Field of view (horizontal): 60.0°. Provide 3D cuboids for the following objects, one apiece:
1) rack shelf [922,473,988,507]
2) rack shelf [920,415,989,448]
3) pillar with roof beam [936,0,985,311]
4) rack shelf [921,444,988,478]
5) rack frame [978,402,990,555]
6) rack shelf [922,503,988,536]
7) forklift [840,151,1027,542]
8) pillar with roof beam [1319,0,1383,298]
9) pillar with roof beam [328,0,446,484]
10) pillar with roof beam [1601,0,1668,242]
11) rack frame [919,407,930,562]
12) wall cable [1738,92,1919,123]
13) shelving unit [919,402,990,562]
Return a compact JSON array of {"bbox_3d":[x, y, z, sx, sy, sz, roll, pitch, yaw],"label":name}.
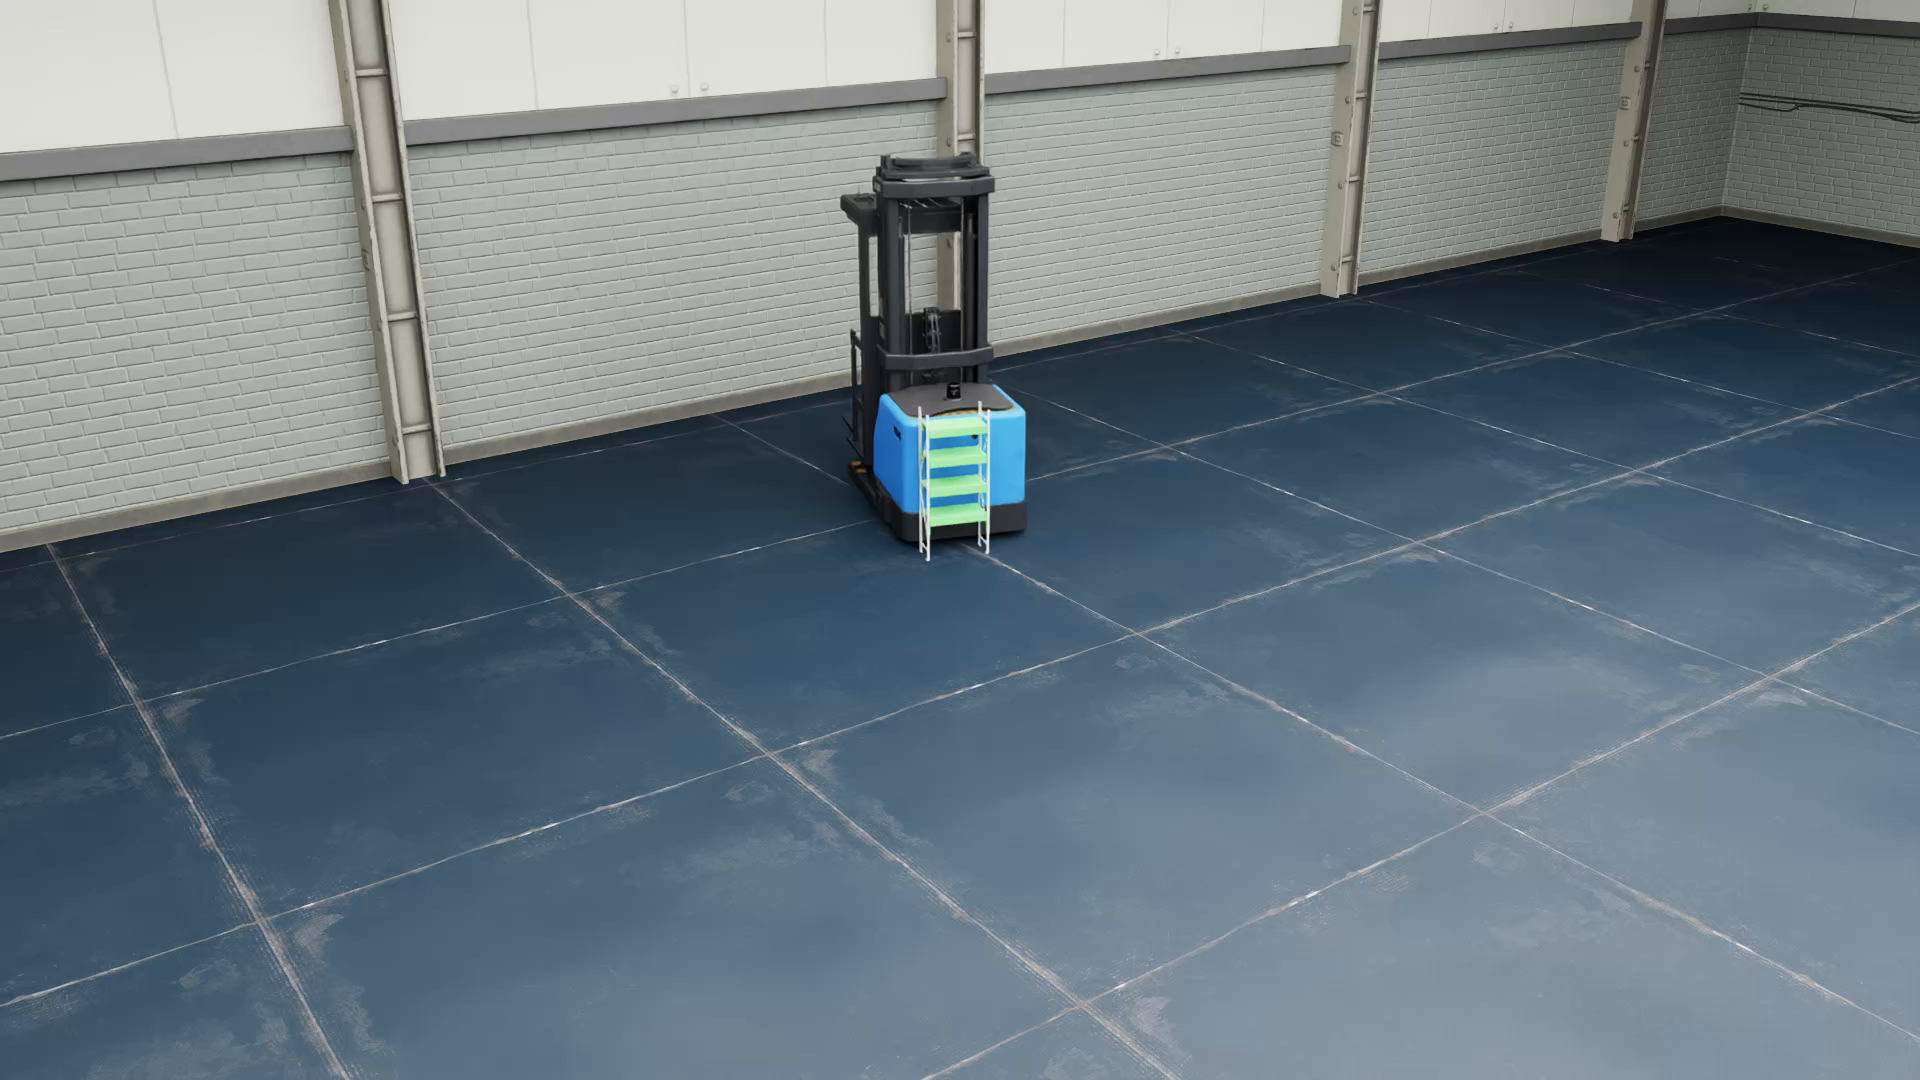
[{"bbox_3d":[-0.045,-0.393,13.030,0.480,0.148,0.258,-6,23,-15],"label":"rack shelf"},{"bbox_3d":[-0.045,-0.839,12.852,0.480,0.148,0.258,-6,23,-15],"label":"rack shelf"},{"bbox_3d":[2.518,-4.766,13.294,0.400,9.000,9.100,-15,26,-33],"label":"pillar with roof beam"},{"bbox_3d":[-0.045,-0.616,12.941,0.480,0.148,0.258,-6,23,-15],"label":"rack shelf"},{"bbox_3d":[0.188,-0.479,13.071,0.015,1.200,0.240,-6,23,-15],"label":"rack frame"},{"bbox_3d":[-0.045,-0.170,13.119,0.480,0.148,0.258,-6,23,-15],"label":"rack shelf"},{"bbox_3d":[-0.371,-1.864,14.207,1.130,2.935,3.031,-6,23,-15],"label":"forklift"},{"bbox_3d":[7.389,-6.065,16.548,0.400,9.000,9.100,-15,26,-33],"label":"pillar with roof beam"},{"bbox_3d":[-2.352,-3.468,10.039,0.400,9.000,9.100,-15,26,-33],"label":"pillar with roof beam"},{"bbox_3d":[12.259,-7.364,19.803,0.400,9.000,9.100,-15,26,-33],"label":"pillar with roof beam"},{"bbox_3d":[-0.279,-0.427,12.941,0.015,1.200,0.240,-6,23,-15],"label":"rack frame"},{"bbox_3d":[12.909,-7.457,24.225,0.112,2.526,3.097,-15,26,-33],"label":"wall cable"},{"bbox_3d":[-0.045,-0.453,13.006,0.503,1.200,0.258,-6,23,-15],"label":"shelving unit"}]
